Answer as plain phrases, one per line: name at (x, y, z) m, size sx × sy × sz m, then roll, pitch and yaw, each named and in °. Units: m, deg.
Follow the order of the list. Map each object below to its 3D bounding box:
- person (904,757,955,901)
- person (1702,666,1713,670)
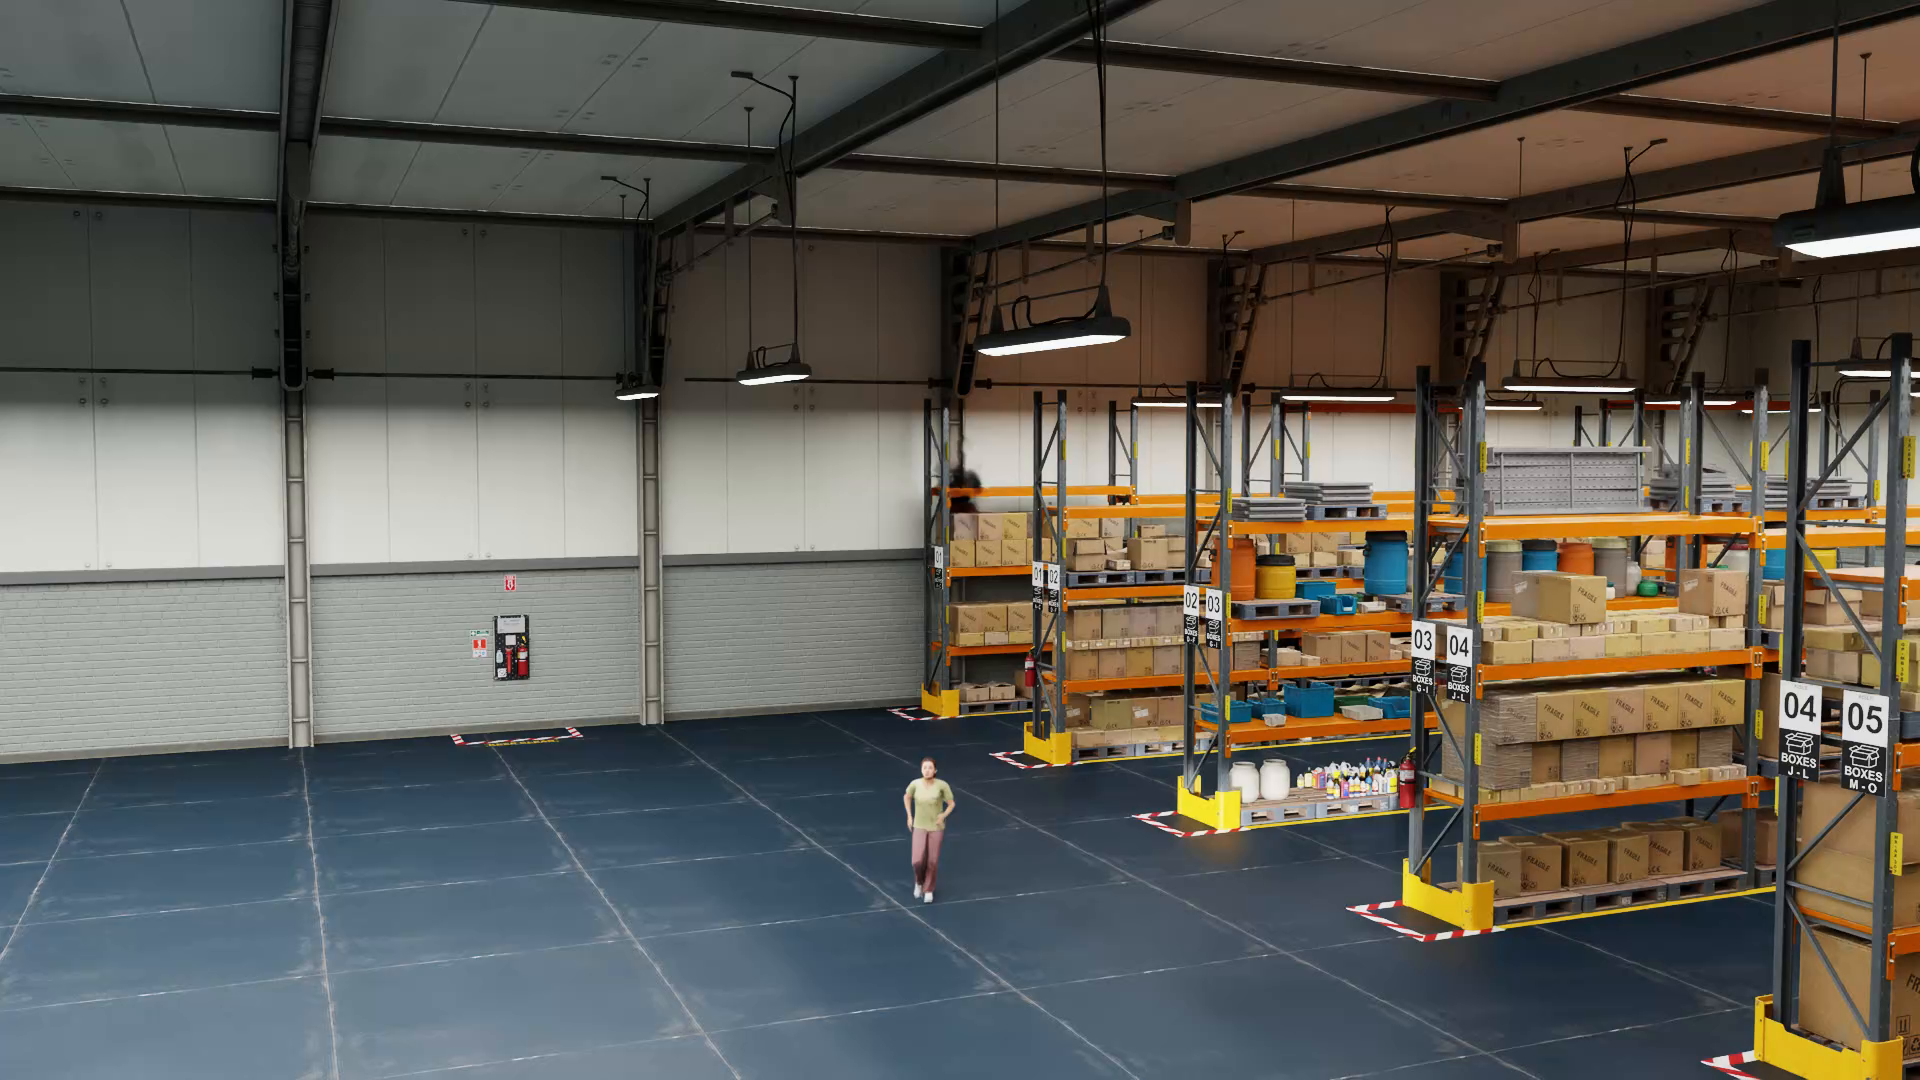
person at (-0.349, 3.244, 18.614) m, size 0.587 × 1.638 × 0.543 m, roll 0°, pitch 3°, yaw 2°
person at (13.584, 2.564, 29.907) m, size 0.657 × 1.718 × 0.595 m, roll -2°, pitch 4°, yaw -32°
